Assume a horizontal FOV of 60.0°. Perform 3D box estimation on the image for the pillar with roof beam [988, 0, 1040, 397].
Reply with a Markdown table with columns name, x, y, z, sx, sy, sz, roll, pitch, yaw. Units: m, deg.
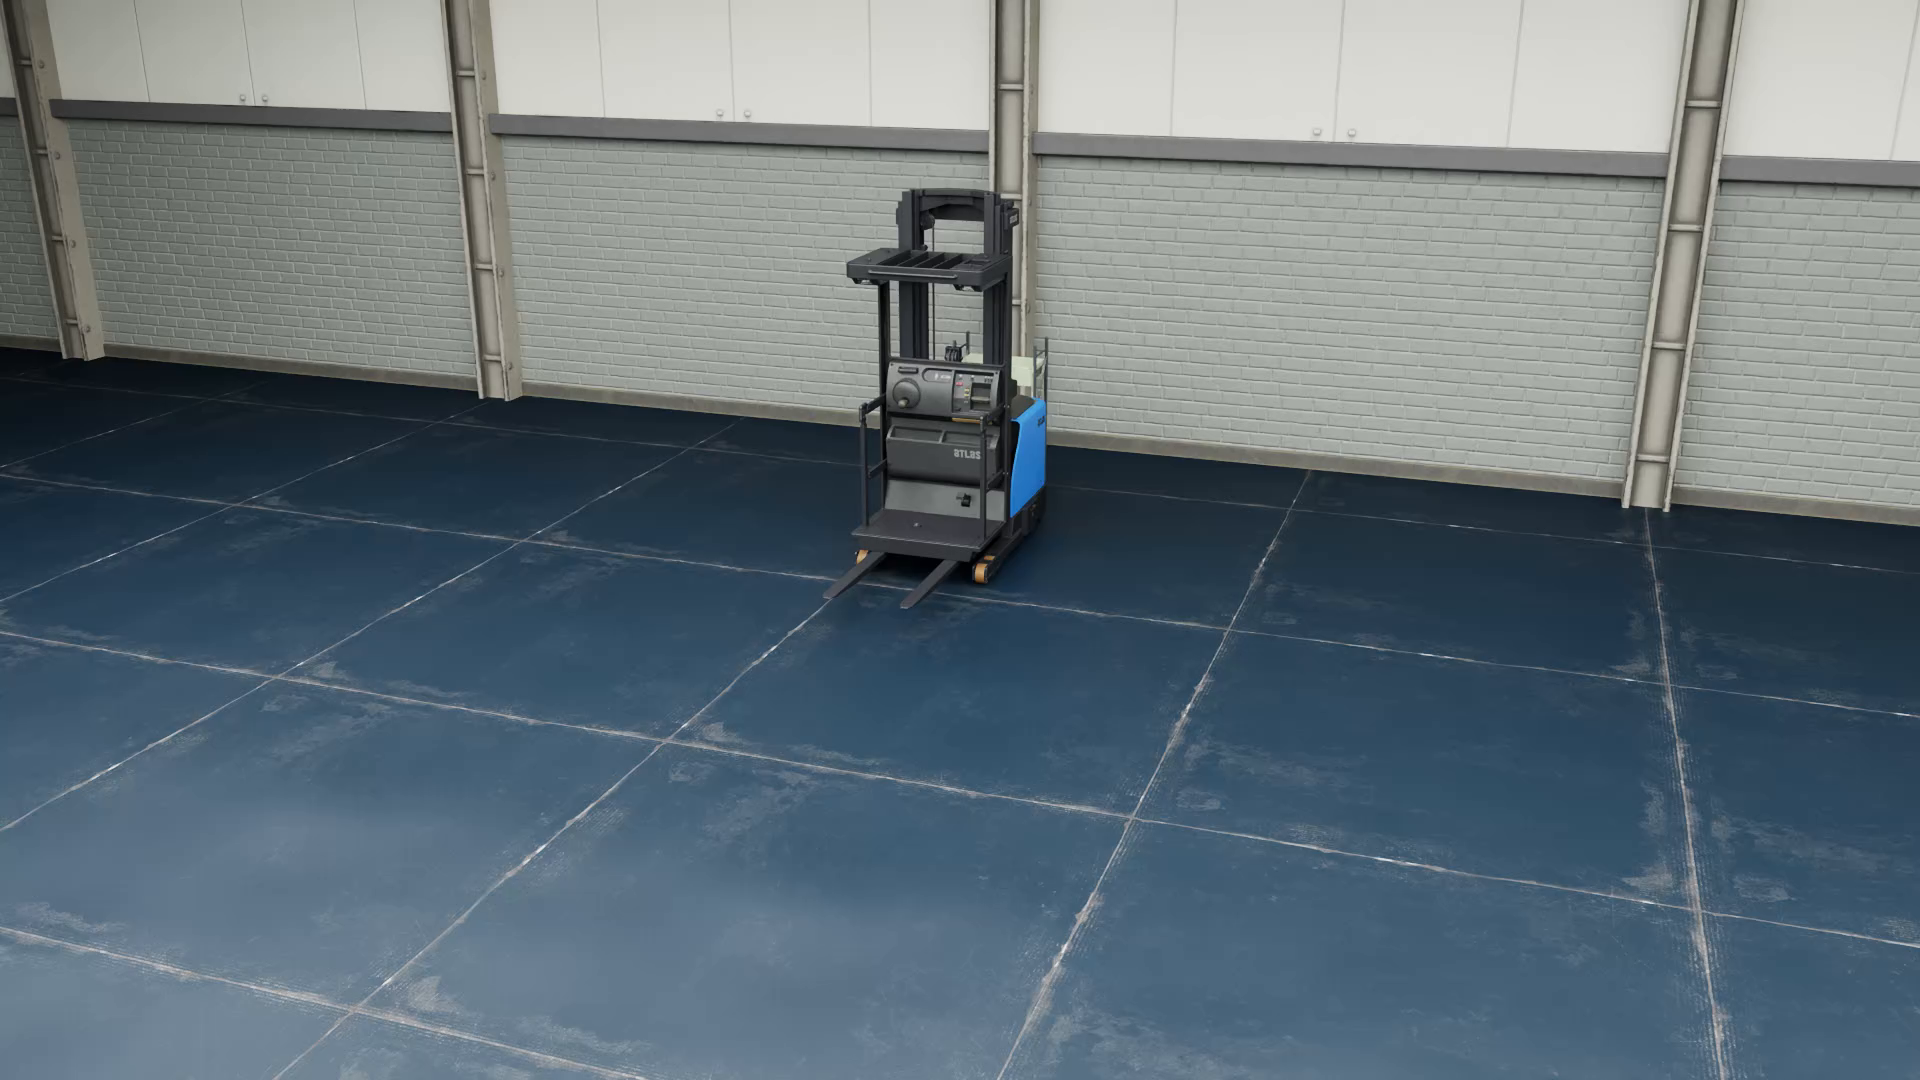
| name | x | y | z | sx | sy | sz | roll | pitch | yaw |
| --- | --- | --- | --- | --- | --- | --- | --- | --- | --- |
| pillar with roof beam | -0.904 | -3.878 | 11.530 | 0.400 | 9.000 | 9.100 | 7 | 20 | 18 |

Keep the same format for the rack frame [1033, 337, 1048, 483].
| name | x | y | z | sx | sy | sz | roll | pitch | yaw |
| --- | --- | --- | --- | --- | --- | --- | --- | --- | --- |
| rack frame | 0.705 | -1.024 | 14.734 | 0.023 | 1.500 | 0.400 | 6 | 20 | 18 |

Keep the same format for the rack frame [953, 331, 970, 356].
| name | x | y | z | sx | sy | sz | roll | pitch | yaw |
| --- | --- | --- | --- | --- | --- | --- | --- | --- | --- |
| rack frame | 0.013 | -1.101 | 14.957 | 0.023 | 1.500 | 0.400 | 6 | 20 | 18 |

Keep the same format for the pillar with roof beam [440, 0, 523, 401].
| name | x | y | z | sx | sy | sz | roll | pitch | yaw |
| --- | --- | --- | --- | --- | --- | --- | --- | --- | --- |
| pillar with roof beam | -6.572 | -4.526 | 13.390 | 0.400 | 9.000 | 9.100 | 7 | 20 | 18 |

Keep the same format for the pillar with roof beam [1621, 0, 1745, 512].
| name | x | y | z | sx | sy | sz | roll | pitch | yaw |
| --- | --- | --- | --- | --- | --- | --- | --- | --- | --- |
| pillar with roof beam | 4.764 | -3.230 | 9.671 | 0.400 | 9.000 | 9.100 | 7 | 20 | 18 |

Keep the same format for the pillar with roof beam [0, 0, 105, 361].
| name | x | y | z | sx | sy | sz | roll | pitch | yaw |
| --- | --- | --- | --- | --- | --- | --- | --- | --- | --- |
| pillar with roof beam | -12.239 | -5.174 | 15.249 | 0.400 | 9.000 | 9.100 | 7 | 20 | 18 |

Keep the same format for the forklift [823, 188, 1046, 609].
| name | x | y | z | sx | sy | sz | roll | pitch | yaw |
| --- | --- | --- | --- | --- | --- | --- | --- | --- | --- |
| forklift | -0.204 | -1.188 | 13.030 | 1.130 | 2.935 | 3.031 | 6 | 20 | 18 |

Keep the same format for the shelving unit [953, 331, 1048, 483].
| name | x | y | z | sx | sy | sz | roll | pitch | yaw |
| --- | --- | --- | --- | --- | --- | --- | --- | --- | --- |
| shelving unit | 0.359 | -1.062 | 14.845 | 0.755 | 1.500 | 0.431 | 6 | 20 | 18 |

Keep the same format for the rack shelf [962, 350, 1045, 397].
| name | x | y | z | sx | sy | sz | roll | pitch | yaw |
| --- | --- | --- | --- | --- | --- | --- | --- | --- | --- |
| rack shelf | 0.359 | -1.431 | 14.717 | 0.720 | 0.370 | 0.431 | 6 | 20 | 18 |
